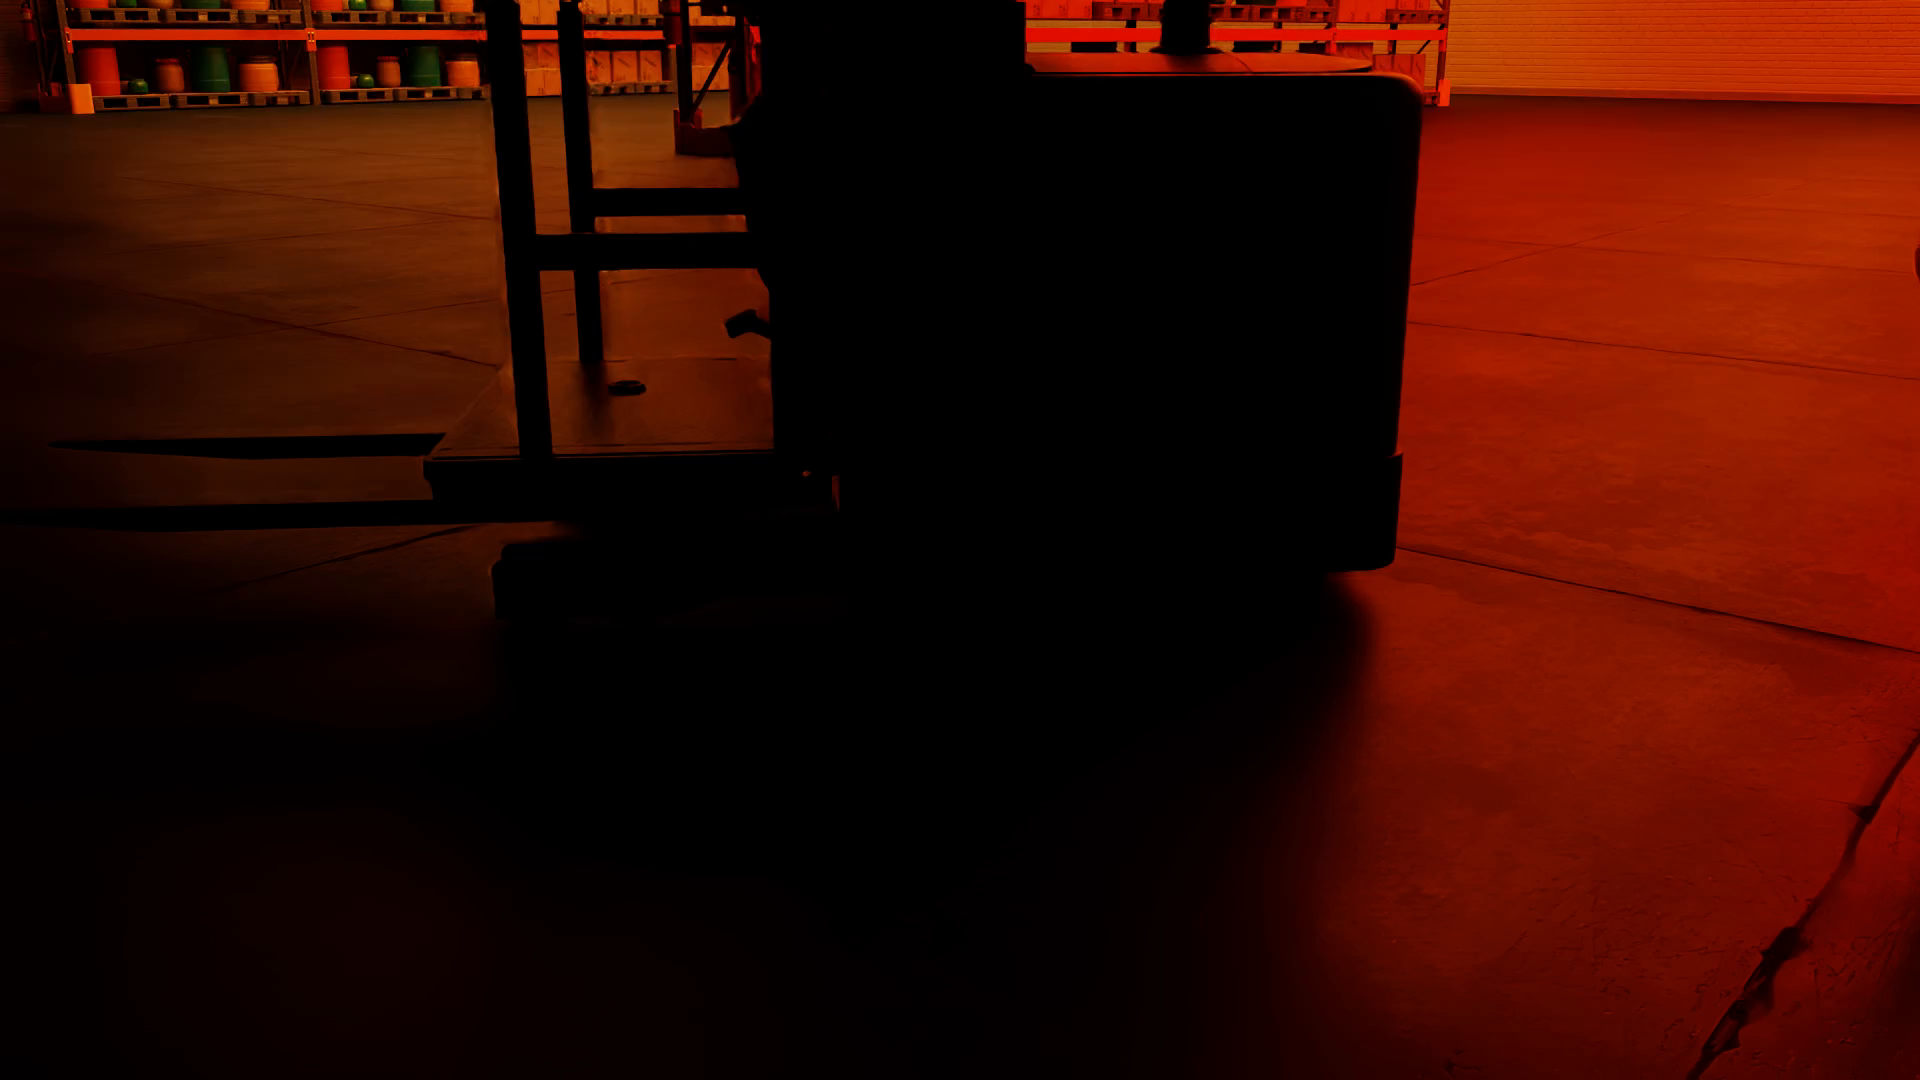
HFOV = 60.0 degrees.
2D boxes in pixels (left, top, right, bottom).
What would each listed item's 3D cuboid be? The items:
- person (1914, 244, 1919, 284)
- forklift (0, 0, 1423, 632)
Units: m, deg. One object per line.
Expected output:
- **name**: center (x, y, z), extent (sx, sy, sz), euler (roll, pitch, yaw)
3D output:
- **person**: center (1.684, -0.391, 2.236), extent (0.442, 1.744, 0.823), euler (-13, 21, -36)
- **forklift**: center (-0.618, -1.379, 3.439), extent (3.031, 2.935, 1.130), euler (-2, 17, -5)
